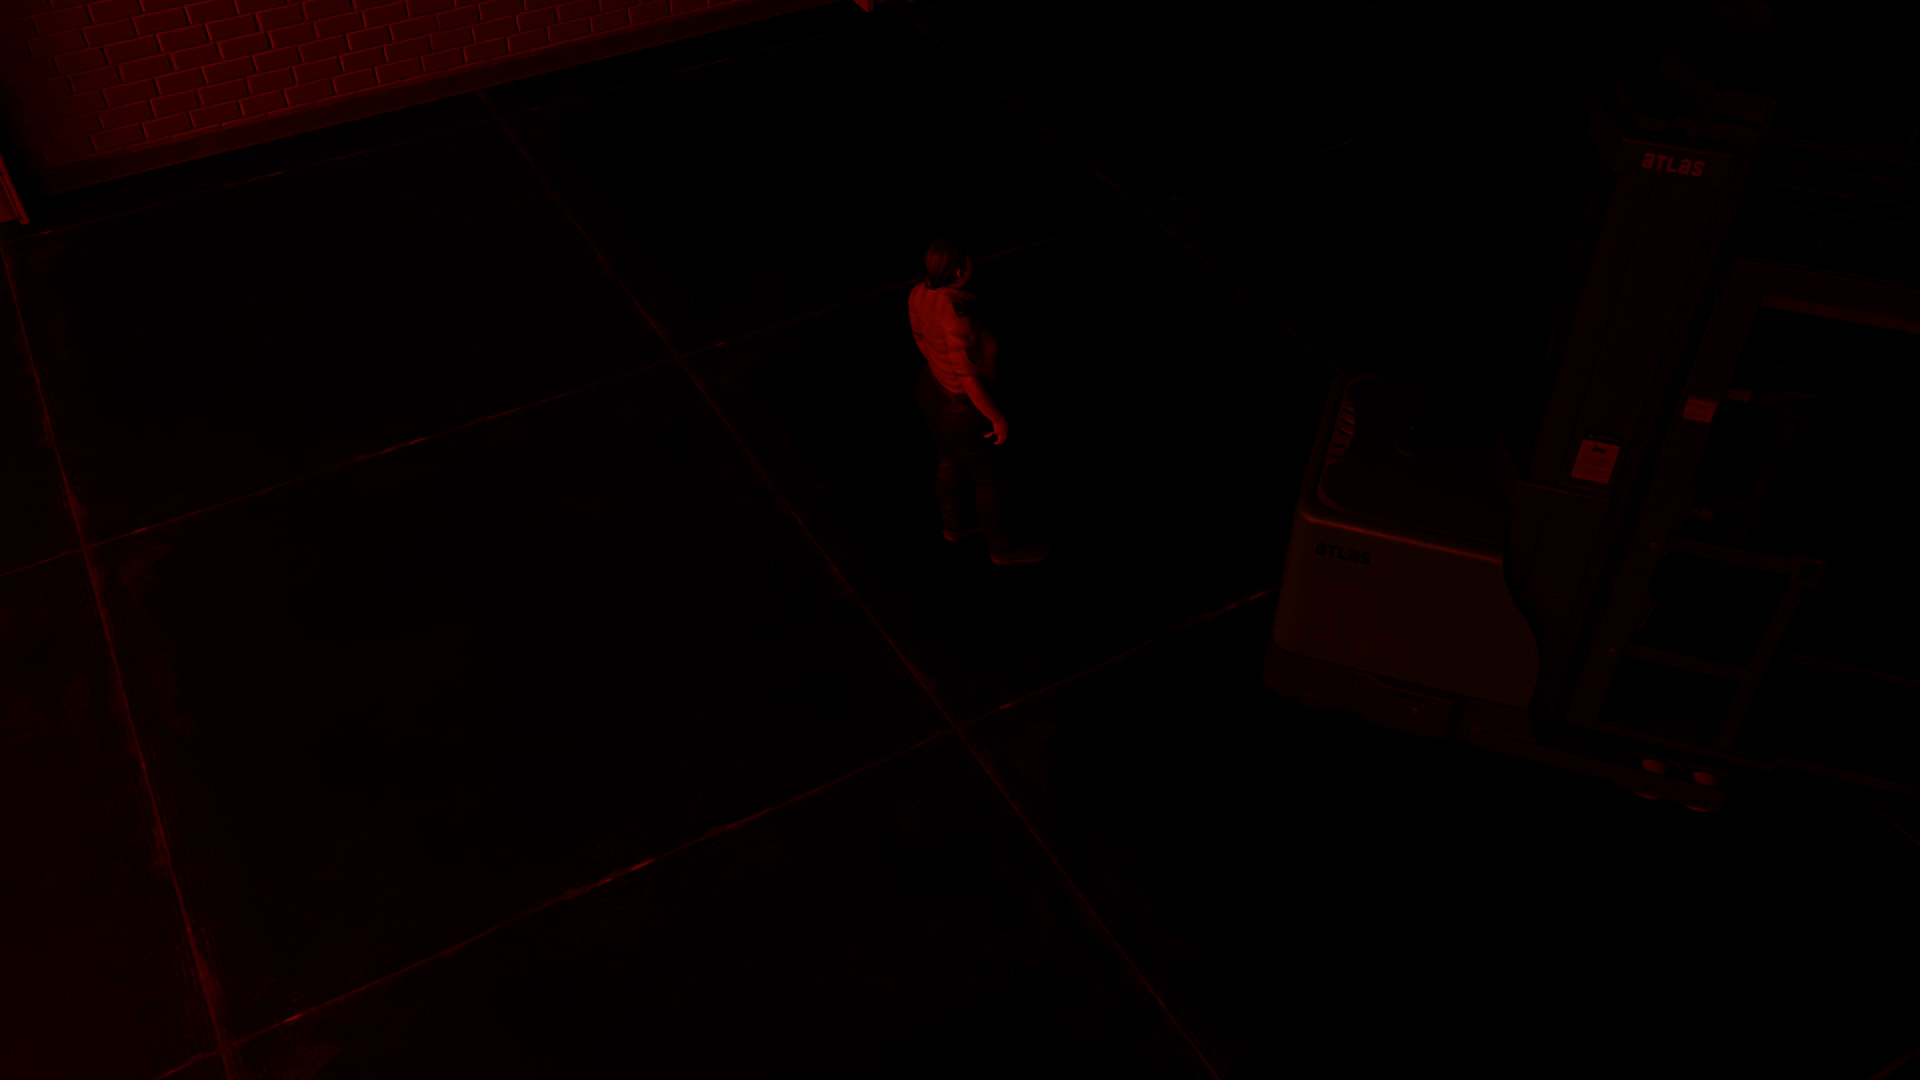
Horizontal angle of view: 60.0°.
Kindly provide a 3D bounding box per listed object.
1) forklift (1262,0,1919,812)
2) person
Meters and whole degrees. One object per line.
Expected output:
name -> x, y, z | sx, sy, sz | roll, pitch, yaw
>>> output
forklift -> 2.866, -0.394, 6.122 | 3.031, 2.935, 1.130 | 13, 44, 14
person -> 0.090, -0.626, 7.306 | 0.502, 1.651, 0.598 | -21, 47, -21
